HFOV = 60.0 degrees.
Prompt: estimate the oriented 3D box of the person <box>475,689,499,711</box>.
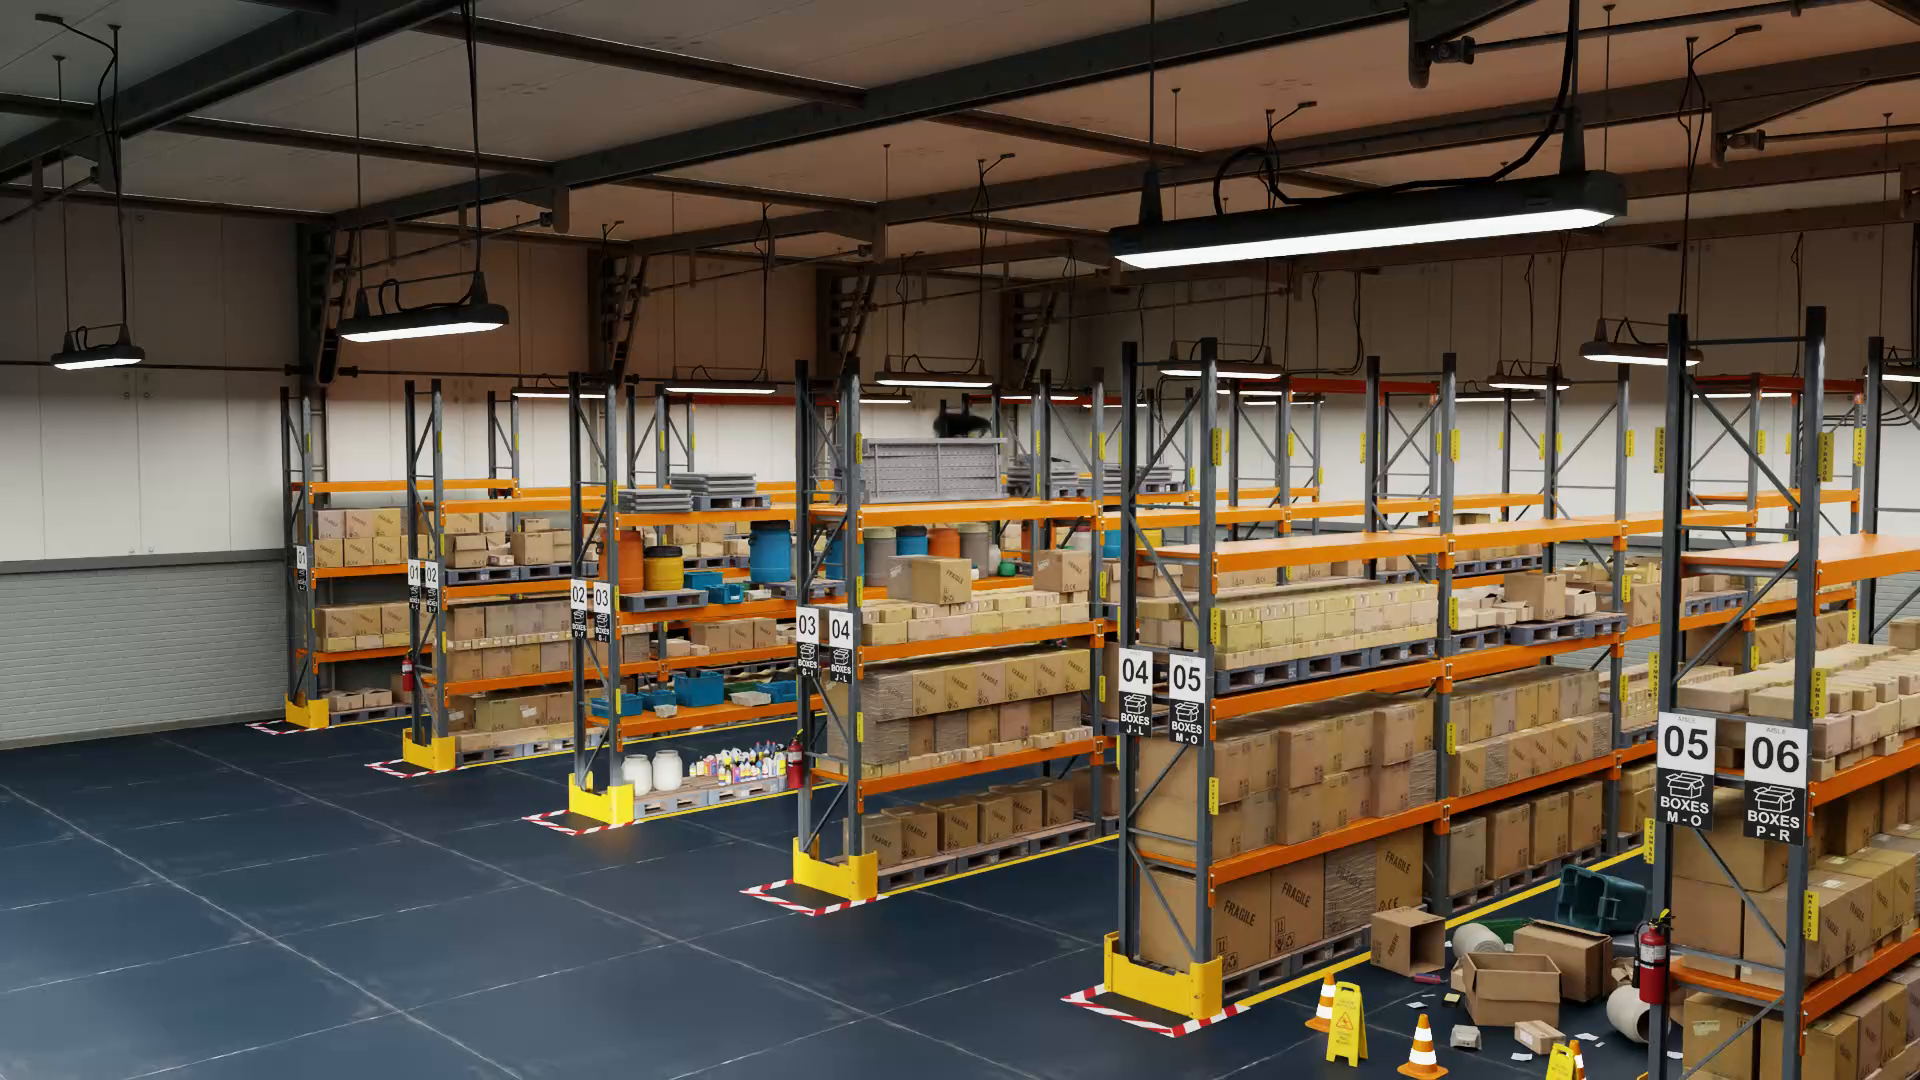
[{"bbox_3d":[-8.142,2.573,28.466,0.684,1.548,0.860,2,4,32],"label":"person"}]
